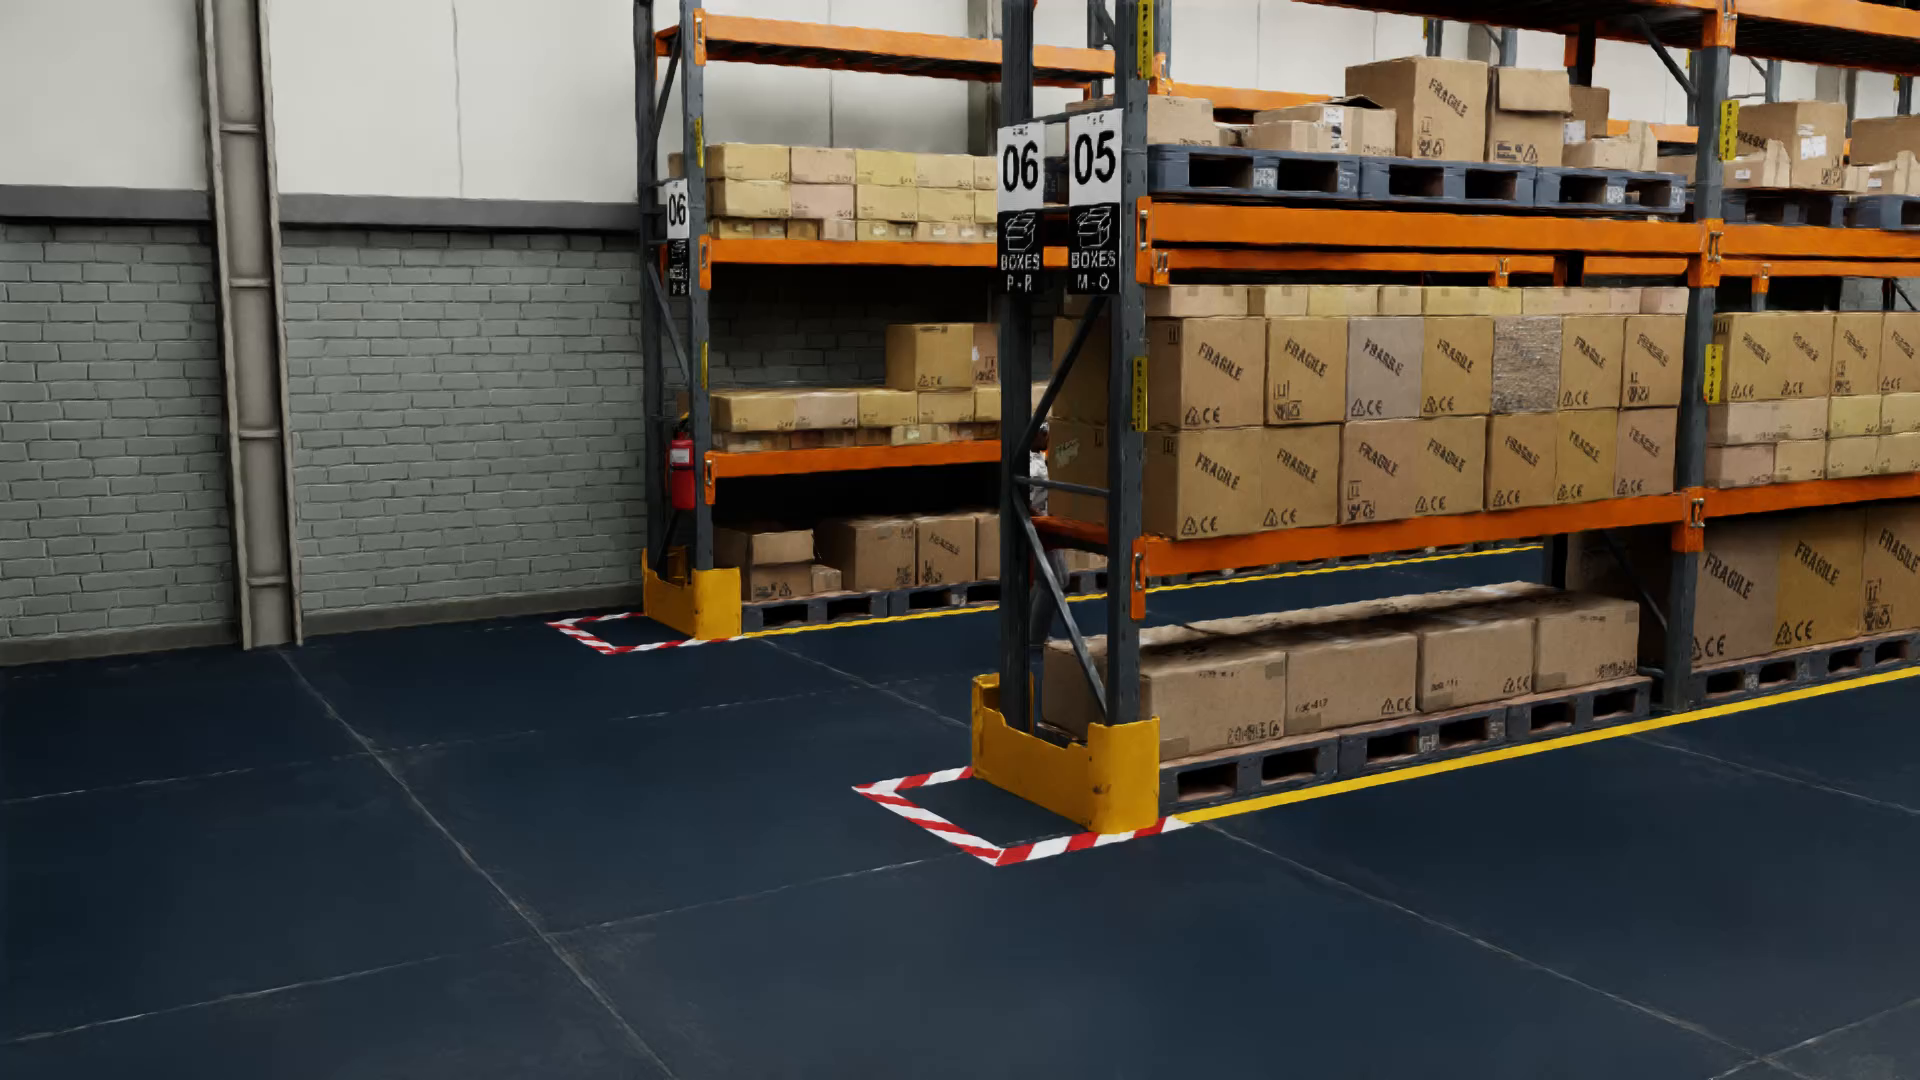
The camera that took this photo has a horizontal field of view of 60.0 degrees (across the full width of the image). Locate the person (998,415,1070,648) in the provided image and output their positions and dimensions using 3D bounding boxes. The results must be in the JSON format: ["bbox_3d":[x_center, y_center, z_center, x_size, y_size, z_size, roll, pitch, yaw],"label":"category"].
[{"bbox_3d":[0.488,-0.053,11.207,0.494,1.635,0.597,1,8,10],"label":"person"}]
